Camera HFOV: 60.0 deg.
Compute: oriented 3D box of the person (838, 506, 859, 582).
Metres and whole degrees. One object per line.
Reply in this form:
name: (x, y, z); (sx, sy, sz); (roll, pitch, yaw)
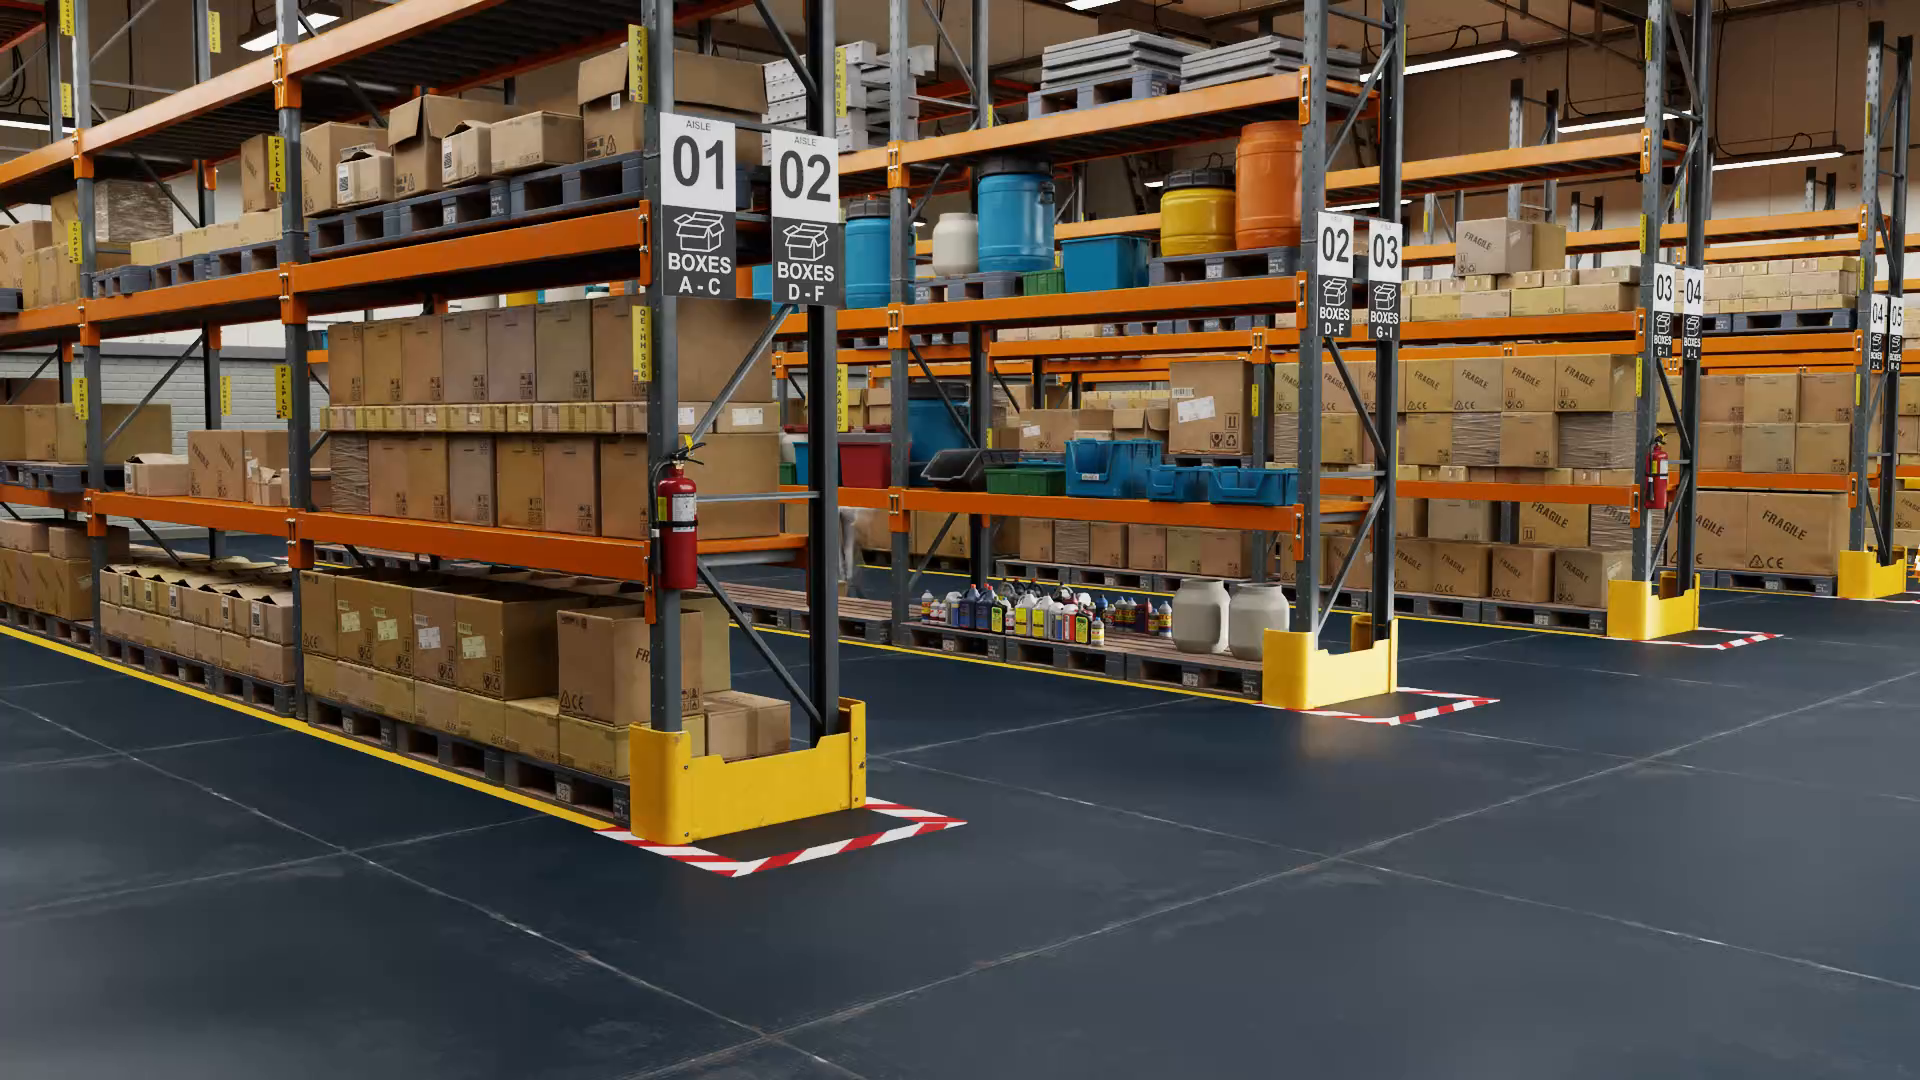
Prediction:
person: (-1.399, -0.324, 18.903); (0.488, 1.693, 0.820); (-1, 4, -10)
